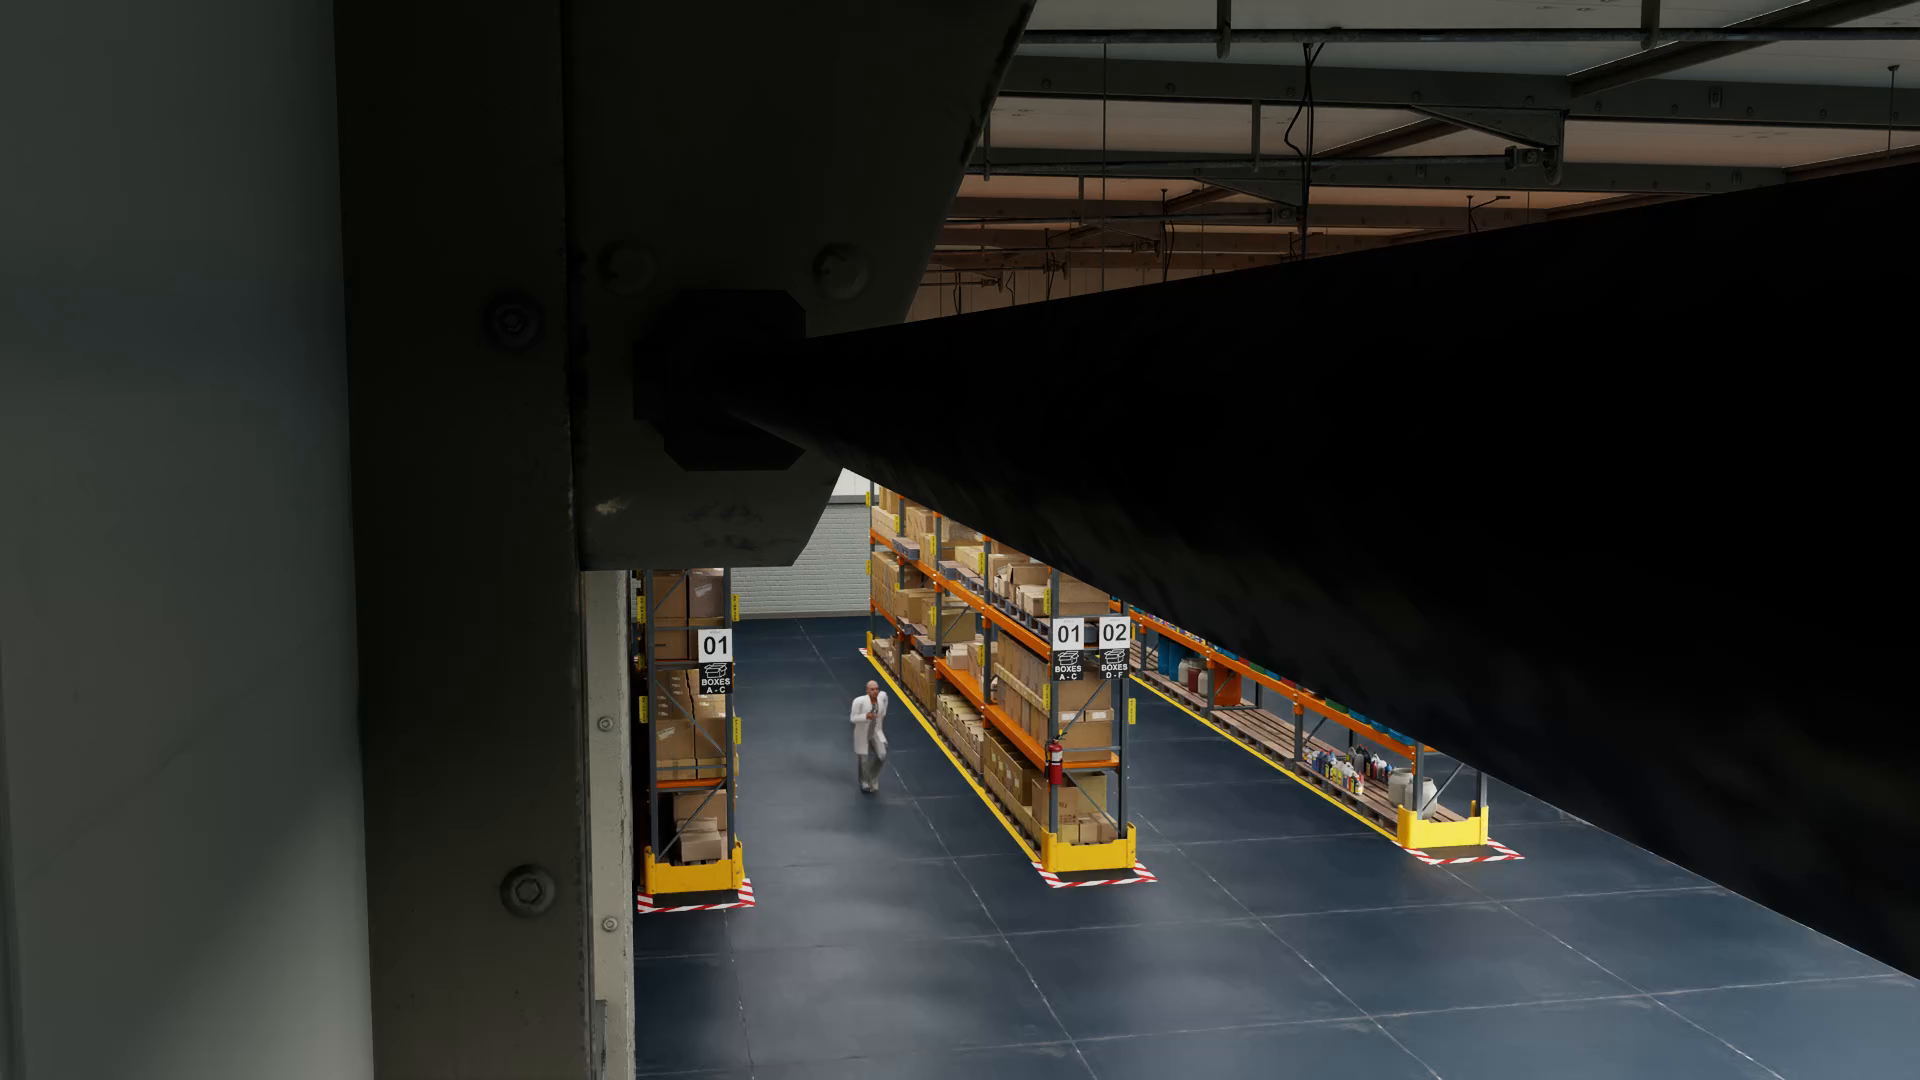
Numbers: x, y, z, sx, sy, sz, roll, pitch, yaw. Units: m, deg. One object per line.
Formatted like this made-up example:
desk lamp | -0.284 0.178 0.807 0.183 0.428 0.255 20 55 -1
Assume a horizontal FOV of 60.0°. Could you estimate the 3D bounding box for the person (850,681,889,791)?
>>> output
person | -1.322 2.895 24.569 0.680 1.703 0.934 -2 6 -20
